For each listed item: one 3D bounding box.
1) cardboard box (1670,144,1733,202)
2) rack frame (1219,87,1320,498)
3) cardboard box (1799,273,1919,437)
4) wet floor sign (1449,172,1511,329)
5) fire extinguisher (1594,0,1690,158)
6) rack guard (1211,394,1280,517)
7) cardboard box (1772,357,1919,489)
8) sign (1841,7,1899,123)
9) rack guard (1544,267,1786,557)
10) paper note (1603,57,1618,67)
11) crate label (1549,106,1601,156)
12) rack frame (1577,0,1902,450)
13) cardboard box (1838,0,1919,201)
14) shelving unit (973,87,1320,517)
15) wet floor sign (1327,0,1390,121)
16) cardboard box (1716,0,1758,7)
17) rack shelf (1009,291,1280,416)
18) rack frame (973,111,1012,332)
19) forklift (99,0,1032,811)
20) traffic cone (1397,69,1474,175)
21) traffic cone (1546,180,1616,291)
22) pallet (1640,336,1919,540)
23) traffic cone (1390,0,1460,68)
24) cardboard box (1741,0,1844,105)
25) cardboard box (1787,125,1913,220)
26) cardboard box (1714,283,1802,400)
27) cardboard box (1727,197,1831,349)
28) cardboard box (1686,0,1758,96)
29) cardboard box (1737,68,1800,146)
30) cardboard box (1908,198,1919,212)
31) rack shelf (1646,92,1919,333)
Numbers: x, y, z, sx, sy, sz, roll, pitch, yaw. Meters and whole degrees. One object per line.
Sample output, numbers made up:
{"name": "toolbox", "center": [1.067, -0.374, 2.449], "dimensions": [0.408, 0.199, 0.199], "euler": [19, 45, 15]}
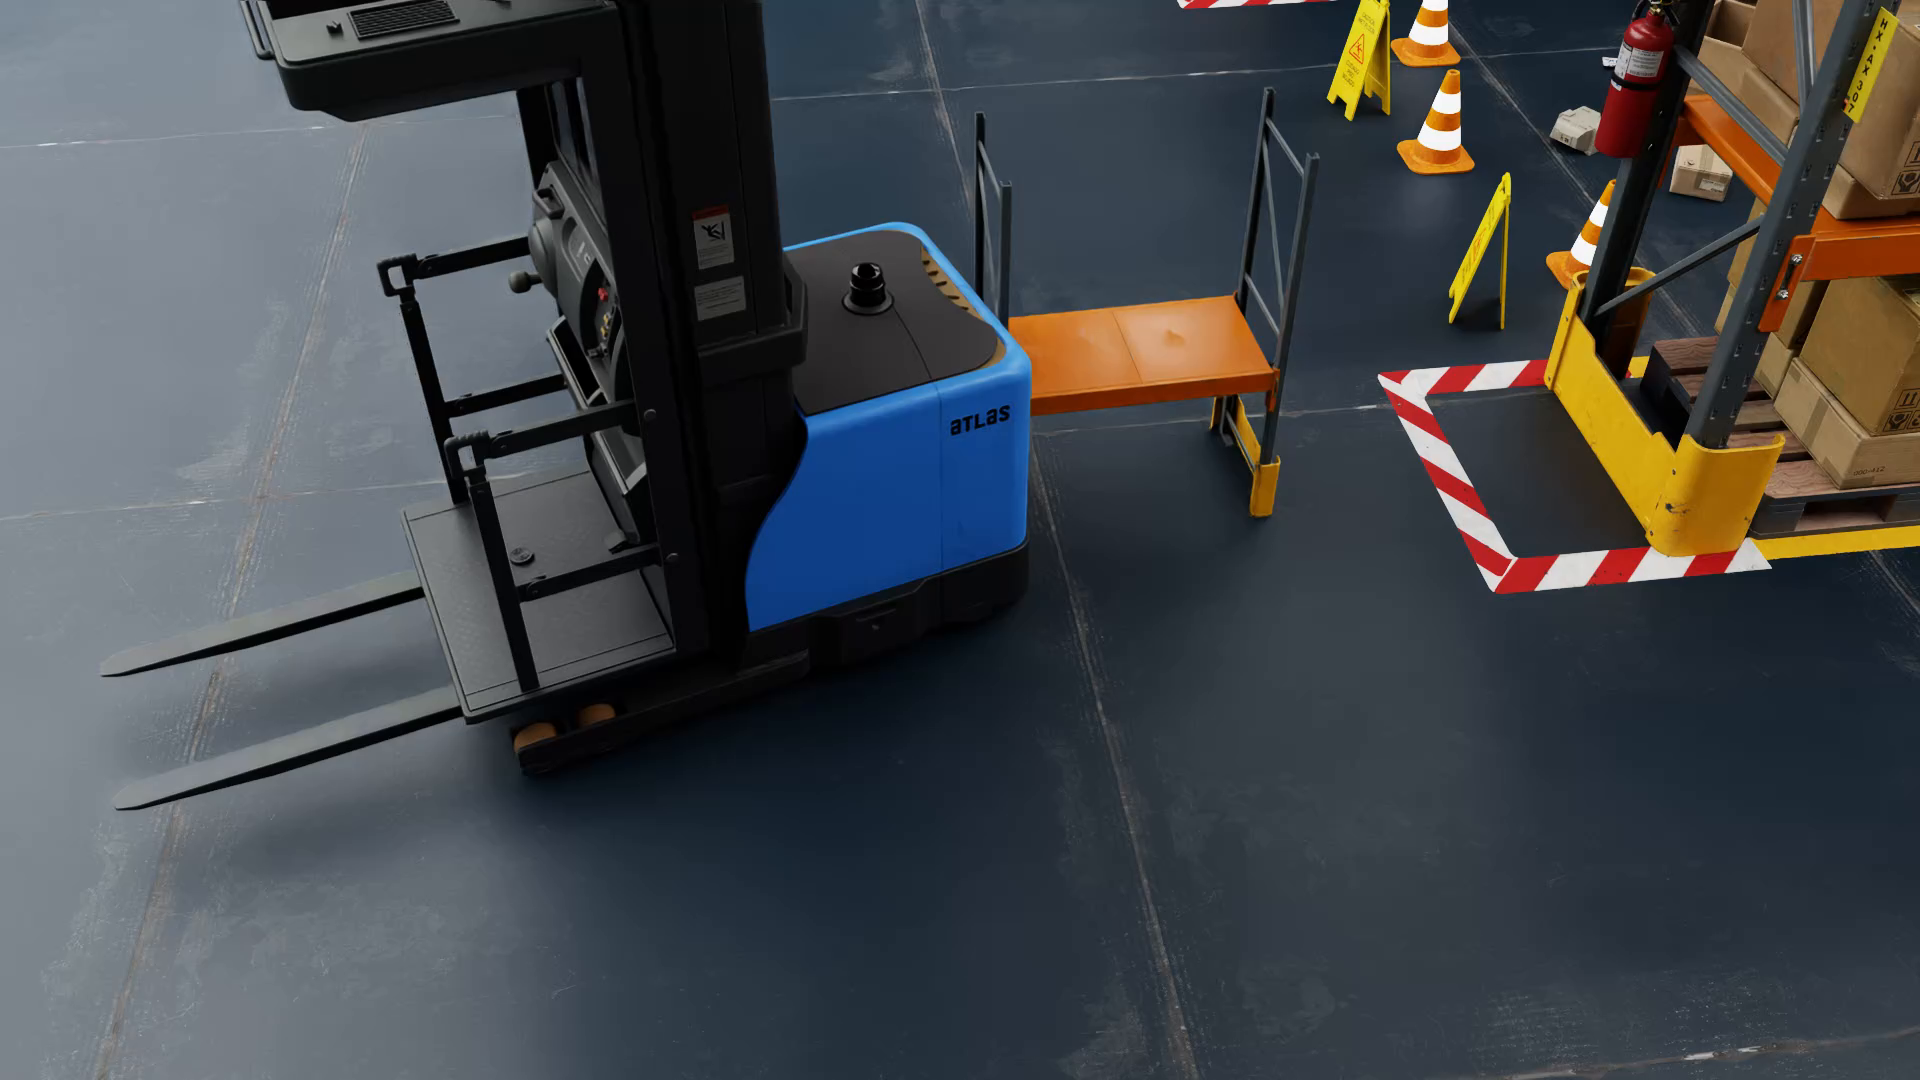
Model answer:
{"name": "cardboard box", "center": [3.656, -1.839, 8.178], "dimensions": [0.250, 0.149, 0.380], "euler": [16, 44, 17]}
{"name": "rack frame", "center": [1.108, -0.842, 6.063], "dimensions": [0.032, 1.500, 0.500], "euler": [-7, 42, -7]}
{"name": "cardboard box", "center": [3.478, -0.744, 6.015], "dimensions": [0.500, 0.500, 0.500], "euler": [-6, 42, -7]}
{"name": "wet floor sign", "center": [2.292, -1.262, 7.167], "dimensions": [0.232, 0.644, 0.267], "euler": [8, 43, 9]}
{"name": "fire extinguisher", "center": [2.446, -1.710, 5.963], "dimensions": [0.183, 0.674, 0.296], "euler": [-5, 42, -6]}
{"name": "rack guard", "center": [1.107, -0.377, 6.482], "dimensions": [0.087, 0.250, 0.587], "euler": [-7, 42, -7]}
{"name": "cardboard box", "center": [3.455, -0.463, 6.264], "dimensions": [0.500, 0.250, 0.500], "euler": [-5, 42, -6]}
{"name": "sign", "center": [2.689, -1.403, 4.920], "dimensions": [0.005, 0.325, 0.100], "euler": [-5, 42, -6]}
{"name": "rack guard", "center": [2.694, -0.521, 6.454], "dimensions": [0.348, 0.500, 1.175], "euler": [-5, 42, -6]}
{"name": "paper note", "center": [3.611, -2.623, 9.136], "dimensions": [0.142, 0.017, 0.144], "euler": [8, 43, 9]}
{"name": "crate label", "center": [3.169, -2.090, 8.465], "dimensions": [0.298, 0.136, 0.250], "euler": [-27, 49, -27]}
{"name": "rack frame", "center": [2.619, -1.442, 5.609], "dimensions": [0.127, 3.000, 1.000], "euler": [-5, 42, -6]}
{"name": "cardboard box", "center": [3.125, -1.447, 5.318], "dimensions": [0.500, 0.500, 0.500], "euler": [-6, 42, -6]}
{"name": "shelving unit", "center": [0.616, -0.784, 5.999], "dimensions": [1.083, 1.500, 0.587], "euler": [-7, 42, -7]}
{"name": "wet floor sign", "center": [2.105, -2.529, 8.572], "dimensions": [0.232, 0.644, 0.267], "euler": [-12, 43, -13]}
{"name": "cardboard box", "center": [4.437, -3.325, 9.561], "dimensions": [0.500, 0.500, 0.500], "euler": [2, 42, 2]}
{"name": "rack shelf", "center": [0.607, -0.649, 6.118], "dimensions": [1.000, 0.185, 0.538], "euler": [-7, 42, -7]}
{"name": "rack frame", "center": [0.107, -0.724, 5.933], "dimensions": [0.032, 1.500, 0.500], "euler": [-7, 42, -7]}
{"name": "forklift", "center": [-1.314, -0.737, 4.879], "dimensions": [3.031, 2.935, 1.130], "euler": [-17, 45, -18]}
{"name": "traffic cone", "center": [2.397, -2.102, 8.235], "dimensions": [0.334, 0.463, 0.336], "euler": [-5, 42, -6]}
{"name": "traffic cone", "center": [2.878, -1.394, 7.450], "dimensions": [0.334, 0.463, 0.336], "euler": [-5, 42, -6]}
{"name": "pallet", "center": [3.504, -0.460, 6.603], "dimensions": [1.213, 0.211, 1.003], "euler": [-5, 42, -6]}
{"name": "traffic cone", "center": [2.588, -2.882, 9.099], "dimensions": [0.334, 0.463, 0.336], "euler": [-5, 42, -6]}
{"name": "cardboard box", "center": [3.121, -1.820, 5.731], "dimensions": [0.500, 0.500, 0.500], "euler": [-6, 42, -6]}
{"name": "cardboard box", "center": [2.983, -1.241, 5.574], "dimensions": [0.250, 0.149, 0.380], "euler": [-5, 42, -5]}
{"name": "cardboard box", "center": [3.409, -0.828, 6.668], "dimensions": [0.500, 0.250, 0.500], "euler": [-5, 42, -6]}
{"name": "cardboard box", "center": [3.380, -1.098, 6.408], "dimensions": [0.500, 0.500, 0.500], "euler": [-5, 42, -5]}
{"name": "cardboard box", "center": [4.032, -2.349, 8.479], "dimensions": [0.797, 0.503, 0.637], "euler": [32, 51, 30]}
{"name": "cardboard box", "center": [2.962, -1.523, 5.887], "dimensions": [0.250, 0.149, 0.380], "euler": [-4, 42, -4]}
{"name": "cardboard box", "center": [3.231, -1.272, 5.609], "dimensions": [0.250, 0.149, 0.380], "euler": [-4, 42, -5]}
{"name": "rack shelf", "center": [4.602, -1.349, 6.043], "dimensions": [4.000, 0.370, 1.077], "euler": [-5, 42, -6]}
